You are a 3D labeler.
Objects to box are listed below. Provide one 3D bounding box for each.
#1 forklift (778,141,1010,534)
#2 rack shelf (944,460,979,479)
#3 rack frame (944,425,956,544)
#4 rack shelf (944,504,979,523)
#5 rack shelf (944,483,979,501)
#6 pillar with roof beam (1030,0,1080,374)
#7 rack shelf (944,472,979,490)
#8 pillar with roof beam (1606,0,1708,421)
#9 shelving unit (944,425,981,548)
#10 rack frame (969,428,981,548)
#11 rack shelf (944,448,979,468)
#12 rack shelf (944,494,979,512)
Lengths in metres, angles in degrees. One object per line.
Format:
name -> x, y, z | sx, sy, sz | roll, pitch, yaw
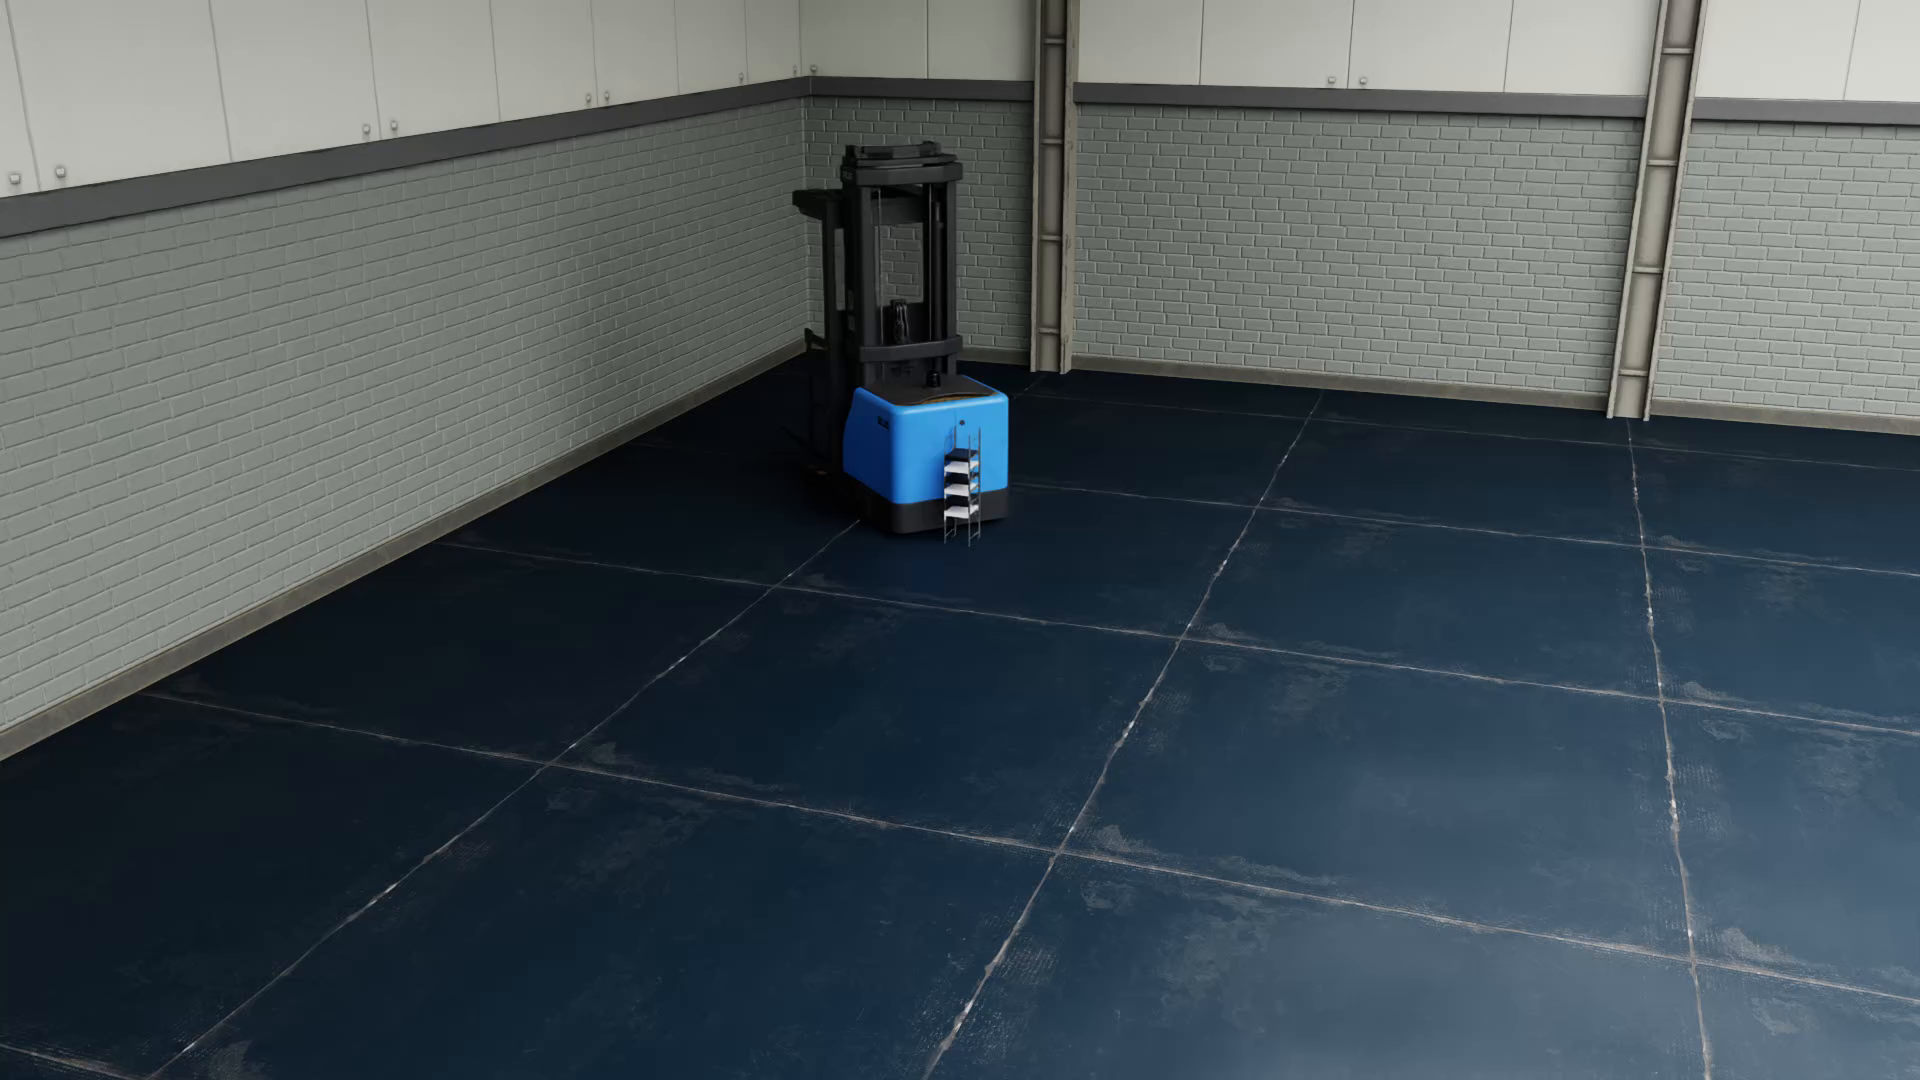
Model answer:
forklift -> -0.716, -1.875, 14.003 | 1.130, 2.935, 3.031 | -9, 21, -25
rack shelf -> 0.018, -0.553, 12.851 | 0.200, 0.077, 0.258 | 7, 20, 20
rack frame -> -0.077, -0.427, 12.934 | 0.006, 0.900, 0.240 | 7, 20, 20
rack shelf -> 0.018, -0.213, 12.970 | 0.200, 0.077, 0.258 | 7, 20, 20
rack shelf -> 0.018, -0.383, 12.910 | 0.200, 0.077, 0.258 | 7, 20, 20
pillar with roof beam -> -0.400, -4.805, 13.190 | 0.400, 9.000, 9.100 | 7, 20, 18
rack shelf -> 0.018, -0.468, 12.881 | 0.200, 0.077, 0.258 | 7, 20, 20
pillar with roof beam -> 5.267, -4.157, 11.331 | 0.400, 9.000, 9.100 | 7, 20, 18
shelving unit -> 0.018, -0.415, 12.899 | 0.210, 0.900, 0.258 | 7, 20, 20
rack frame -> 0.113, -0.403, 12.865 | 0.006, 0.900, 0.240 | 7, 20, 20
rack shelf -> 0.018, -0.638, 12.821 | 0.200, 0.077, 0.258 | 7, 20, 20
rack shelf -> 0.018, -0.298, 12.940 | 0.200, 0.077, 0.258 | 7, 20, 20
